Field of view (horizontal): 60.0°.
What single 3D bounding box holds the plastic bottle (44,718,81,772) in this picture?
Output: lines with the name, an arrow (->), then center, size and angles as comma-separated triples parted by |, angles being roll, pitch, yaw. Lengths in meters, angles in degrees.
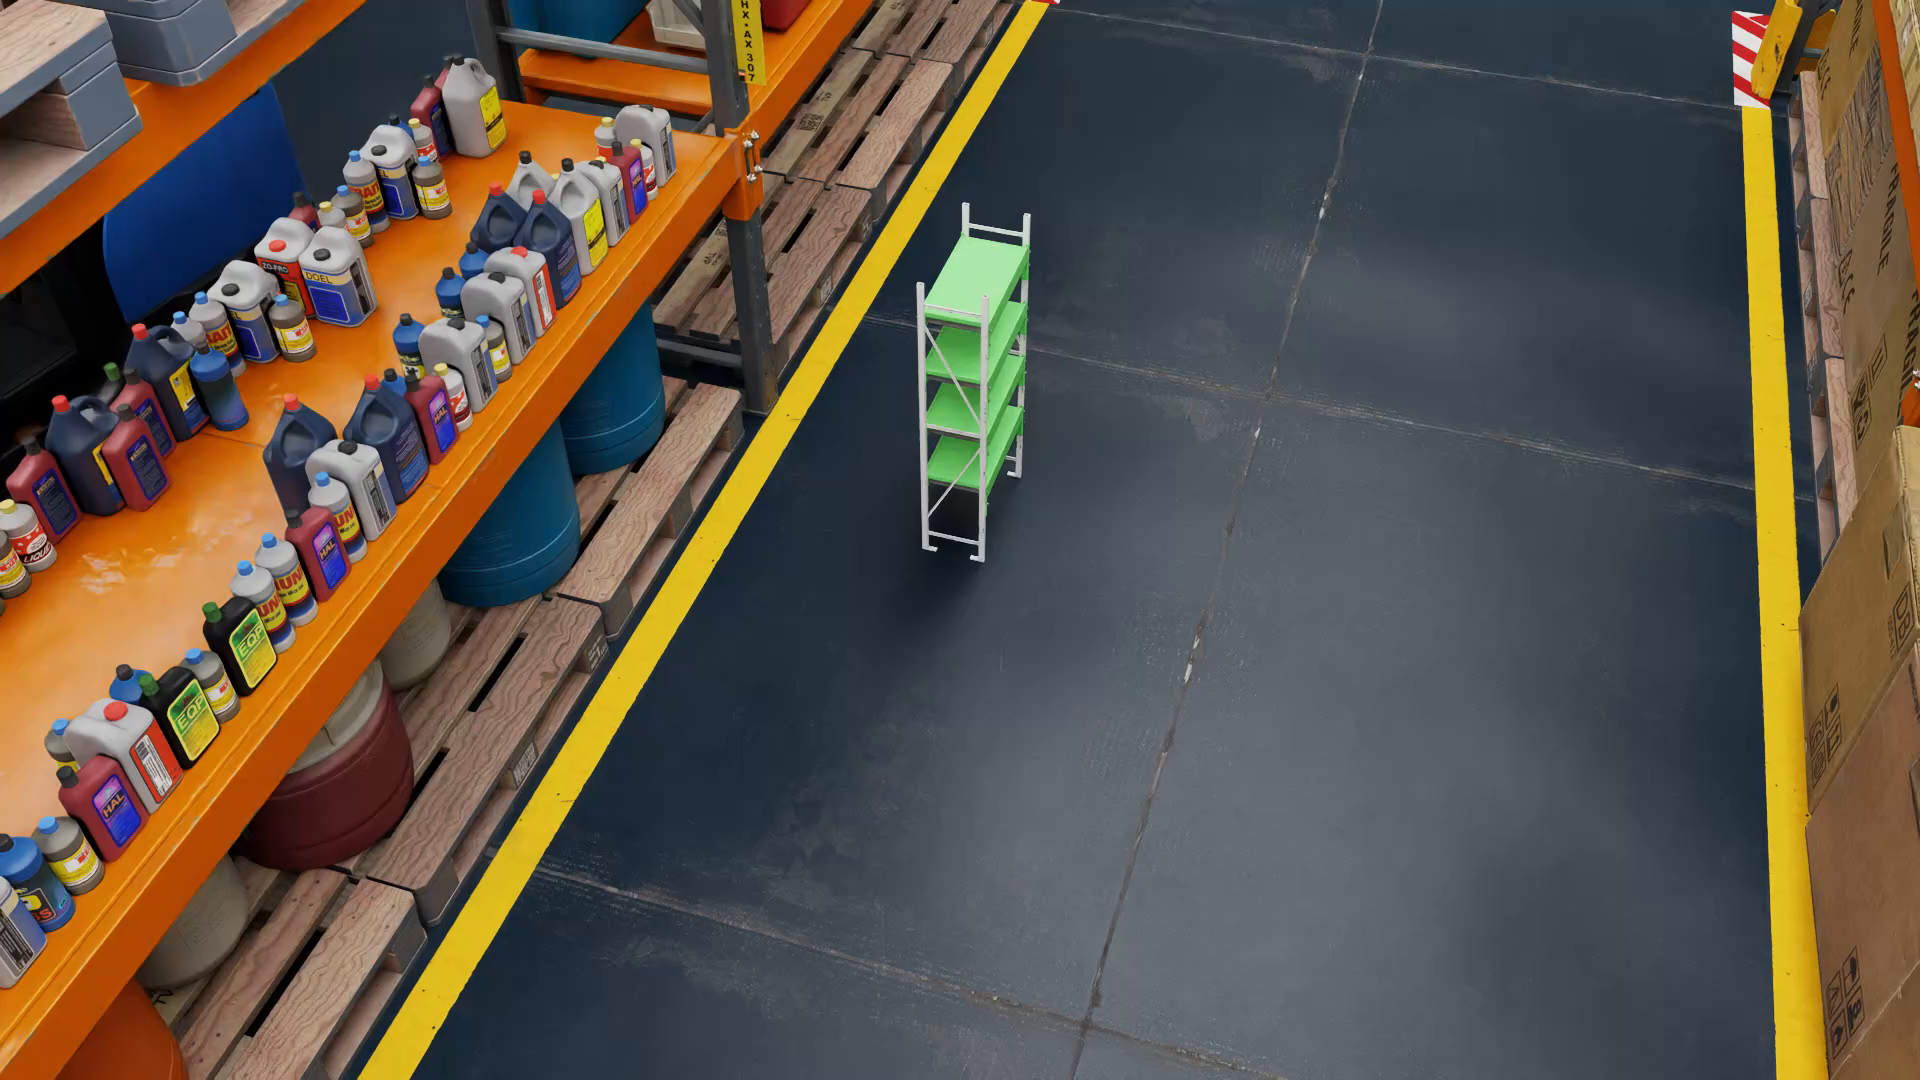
plastic bottle -> -1.996, 0.480, 3.757 | 0.097, 0.201, 0.097 | 0, 44, 0

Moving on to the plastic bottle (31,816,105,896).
plastic bottle -> -1.921, 0.666, 3.567 | 0.097, 0.201, 0.097 | 0, 44, 0

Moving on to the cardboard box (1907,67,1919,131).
cardboard box -> 3.572, -1.535, 5.854 | 0.380, 0.149, 0.250 | 13, 46, 13

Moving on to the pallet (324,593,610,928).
pallet -> -1.881, 0.603, 5.483 | 1.003, 0.211, 1.213 | 13, 46, 13

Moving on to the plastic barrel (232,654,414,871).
plastic barrel -> -1.977, 0.580, 4.936 | 0.600, 0.588, 0.708 | 13, 46, 13

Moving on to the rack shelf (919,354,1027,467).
rack shelf -> 0.050, -0.493, 5.988 | 0.258, 0.148, 0.480 | 13, 46, 13

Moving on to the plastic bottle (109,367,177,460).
plastic bottle -> -2.234, -0.328, 4.524 | 0.061, 0.283, 0.133 | 13, 46, 13

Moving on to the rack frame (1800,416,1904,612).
rack frame -> 3.481, -0.666, 4.786 | 1.000, 3.000, 0.127 | 13, 46, 13

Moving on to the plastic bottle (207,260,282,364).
plastic bottle -> -2.093, -0.671, 4.880 | 0.152, 0.276, 0.135 | 13, 46, 13

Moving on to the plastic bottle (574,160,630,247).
plastic bottle -> -1.161, -1.096, 5.314 | 0.152, 0.276, 0.135 | 13, 46, 13

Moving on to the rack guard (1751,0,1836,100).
rack guard -> 4.699, -2.455, 8.401 | 1.175, 0.500, 0.348 | 13, 46, 13

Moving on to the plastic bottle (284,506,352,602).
plastic bottle -> -1.618, 0.012, 4.176 | 0.061, 0.283, 0.133 | 13, 46, 13

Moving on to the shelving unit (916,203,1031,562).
shelving unit -> 0.050, -0.539, 5.943 | 0.258, 1.200, 0.503 | 13, 46, 13

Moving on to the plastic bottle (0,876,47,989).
plastic bottle -> -2.012, 0.775, 3.402 | 0.152, 0.276, 0.135 | 13, 46, 13

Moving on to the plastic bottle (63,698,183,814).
plastic bottle -> -1.872, 0.467, 3.717 | 0.152, 0.276, 0.135 | 13, 46, 13

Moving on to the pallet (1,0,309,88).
pallet -> -1.724, -1.420, 3.547 | 1.003, 0.211, 1.213 | 13, 46, 13

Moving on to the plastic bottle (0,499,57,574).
plastic bottle -> -2.406, -0.019, 4.267 | 0.097, 0.201, 0.097 | 0, 44, 0

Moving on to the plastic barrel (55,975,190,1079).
plastic barrel -> -2.319, 1.247, 4.082 | 0.600, 0.830, 0.708 | 13, 46, 13

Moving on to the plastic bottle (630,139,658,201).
plastic bottle -> -1.060, -1.230, 5.504 | 0.097, 0.201, 0.097 | 0, 44, 0

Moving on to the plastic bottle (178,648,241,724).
plastic bottle -> -1.770, 0.333, 3.907 | 0.097, 0.201, 0.097 | 0, 44, 0

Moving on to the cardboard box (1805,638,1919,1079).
cardboard box -> 3.036, 0.970, 4.333 | 1.225, 0.875, 0.875 | 11, 45, 11

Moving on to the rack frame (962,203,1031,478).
rack frame -> 0.124, -0.702, 6.109 | 0.240, 1.200, 0.015 | 13, 46, 13

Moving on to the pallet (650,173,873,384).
pallet -> -1.054, -1.217, 7.343 | 1.003, 0.211, 1.213 | 13, 46, 13

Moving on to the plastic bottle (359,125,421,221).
plastic bottle -> -1.854, -1.199, 5.419 | 0.152, 0.276, 0.135 | 13, 46, 13

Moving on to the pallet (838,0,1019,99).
pallet -> -0.315, -2.843, 9.005 | 1.003, 0.211, 1.213 | 13, 46, 13

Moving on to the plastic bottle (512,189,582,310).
plastic bottle -> -1.262, -0.892, 5.052 | 0.144, 0.351, 0.185 | 13, 46, 13

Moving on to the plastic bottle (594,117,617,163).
plastic bottle -> -1.175, -1.327, 5.603 | 0.097, 0.201, 0.097 | 0, 44, 0

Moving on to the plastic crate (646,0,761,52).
plastic crate -> -0.962, -1.922, 6.215 | 0.396, 0.136, 0.243 | 13, 46, 13

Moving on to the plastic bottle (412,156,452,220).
plastic bottle -> -1.729, -1.158, 5.431 | 0.097, 0.201, 0.097 | 0, 44, 0

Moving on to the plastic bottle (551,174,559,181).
plastic bottle -> -1.286, -1.083, 5.355 | 0.097, 0.201, 0.097 | 0, 44, 0

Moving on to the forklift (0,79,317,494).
forklift -> -4.013, -1.593, 5.782 | 1.130, 2.935, 3.031 | 22, 48, 21

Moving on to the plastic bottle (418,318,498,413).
plastic bottle -> -1.425, -0.516, 4.721 | 0.152, 0.276, 0.135 | 13, 46, 13

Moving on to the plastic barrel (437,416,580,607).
plastic barrel -> -1.635, -0.284, 5.596 | 0.600, 0.901, 0.708 | 13, 46, 13

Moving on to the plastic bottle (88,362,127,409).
plastic bottle -> -2.292, -0.341, 4.537 | 0.061, 0.283, 0.133 | 13, 46, 13

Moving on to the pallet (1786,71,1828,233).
pallet -> 4.525, -1.786, 7.924 | 1.003, 0.211, 1.213 | 13, 46, 13

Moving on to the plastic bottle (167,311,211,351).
plastic bottle -> -2.184, -0.533, 4.742 | 0.097, 0.271, 0.097 | 0, 44, 0

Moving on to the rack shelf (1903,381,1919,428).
rack shelf -> 2.875, 0.924, 3.675 | 1.077, 0.370, 4.000 | 13, 46, 13

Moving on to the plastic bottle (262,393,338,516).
plastic bottle -> -1.725, -0.224, 4.369 | 0.144, 0.351, 0.185 | 13, 46, 13

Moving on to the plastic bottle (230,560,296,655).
plastic bottle -> -1.700, 0.154, 4.039 | 0.097, 0.271, 0.097 | 0, 44, 0

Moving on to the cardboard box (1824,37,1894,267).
cardboard box -> 4.299, -1.673, 7.034 | 0.875, 0.875, 0.875 | 13, 46, 13

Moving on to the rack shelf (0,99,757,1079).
rack shelf -> -1.845, -0.125, 4.747 | 1.077, 0.370, 4.000 | 13, 46, 13

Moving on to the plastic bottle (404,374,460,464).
plastic bottle -> -1.452, -0.354, 4.551 | 0.061, 0.283, 0.133 | 13, 46, 13

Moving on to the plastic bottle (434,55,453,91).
plastic bottle -> -1.757, -1.519, 5.741 | 0.061, 0.283, 0.133 | 13, 46, 13

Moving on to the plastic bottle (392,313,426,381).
plastic bottle -> -1.550, -0.528, 4.737 | 0.097, 0.271, 0.097 | 0, 44, 0

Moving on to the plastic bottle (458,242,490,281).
plastic bottle -> -1.439, -0.772, 4.987 | 0.097, 0.271, 0.097 | 0, 44, 0

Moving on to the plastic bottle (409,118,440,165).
plastic bottle -> -1.815, -1.320, 5.597 | 0.097, 0.201, 0.097 | 0, 44, 0

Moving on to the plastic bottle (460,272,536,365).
plastic bottle -> -1.355, -0.670, 4.879 | 0.152, 0.276, 0.135 | 13, 46, 13

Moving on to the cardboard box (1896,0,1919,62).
cardboard box -> 3.728, -1.875, 6.201 | 0.380, 0.149, 0.250 | 13, 46, 13

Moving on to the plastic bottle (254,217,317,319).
plastic bottle -> -2.023, -0.826, 5.038 | 0.152, 0.276, 0.135 | 13, 46, 13

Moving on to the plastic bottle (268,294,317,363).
plastic bottle -> -1.969, -0.631, 4.892 | 0.097, 0.201, 0.097 | 0, 44, 0

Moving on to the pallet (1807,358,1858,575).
pallet -> 3.786, -0.160, 6.262 | 1.003, 0.211, 1.213 | 13, 46, 13

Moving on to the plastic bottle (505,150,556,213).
plastic bottle -> -1.343, -1.046, 5.210 | 0.144, 0.351, 0.185 | 13, 46, 13

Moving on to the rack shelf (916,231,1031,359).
rack shelf -> 0.050, -0.837, 5.652 | 0.258, 0.148, 0.480 | 13, 46, 13

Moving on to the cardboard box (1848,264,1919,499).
cardboard box -> 3.757, -0.480, 5.814 | 0.875, 0.875, 0.875 | 13, 46, 13

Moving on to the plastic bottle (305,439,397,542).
plastic bottle -> -1.592, -0.149, 4.346 | 0.152, 0.276, 0.135 | 13, 46, 13

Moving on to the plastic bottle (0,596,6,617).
plastic bottle -> -2.465, 0.111, 4.134 | 0.097, 0.201, 0.097 | 0, 44, 0

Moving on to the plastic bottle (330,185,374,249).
plastic bottle -> -1.944, -1.036, 5.306 | 0.097, 0.201, 0.097 | 0, 44, 0
